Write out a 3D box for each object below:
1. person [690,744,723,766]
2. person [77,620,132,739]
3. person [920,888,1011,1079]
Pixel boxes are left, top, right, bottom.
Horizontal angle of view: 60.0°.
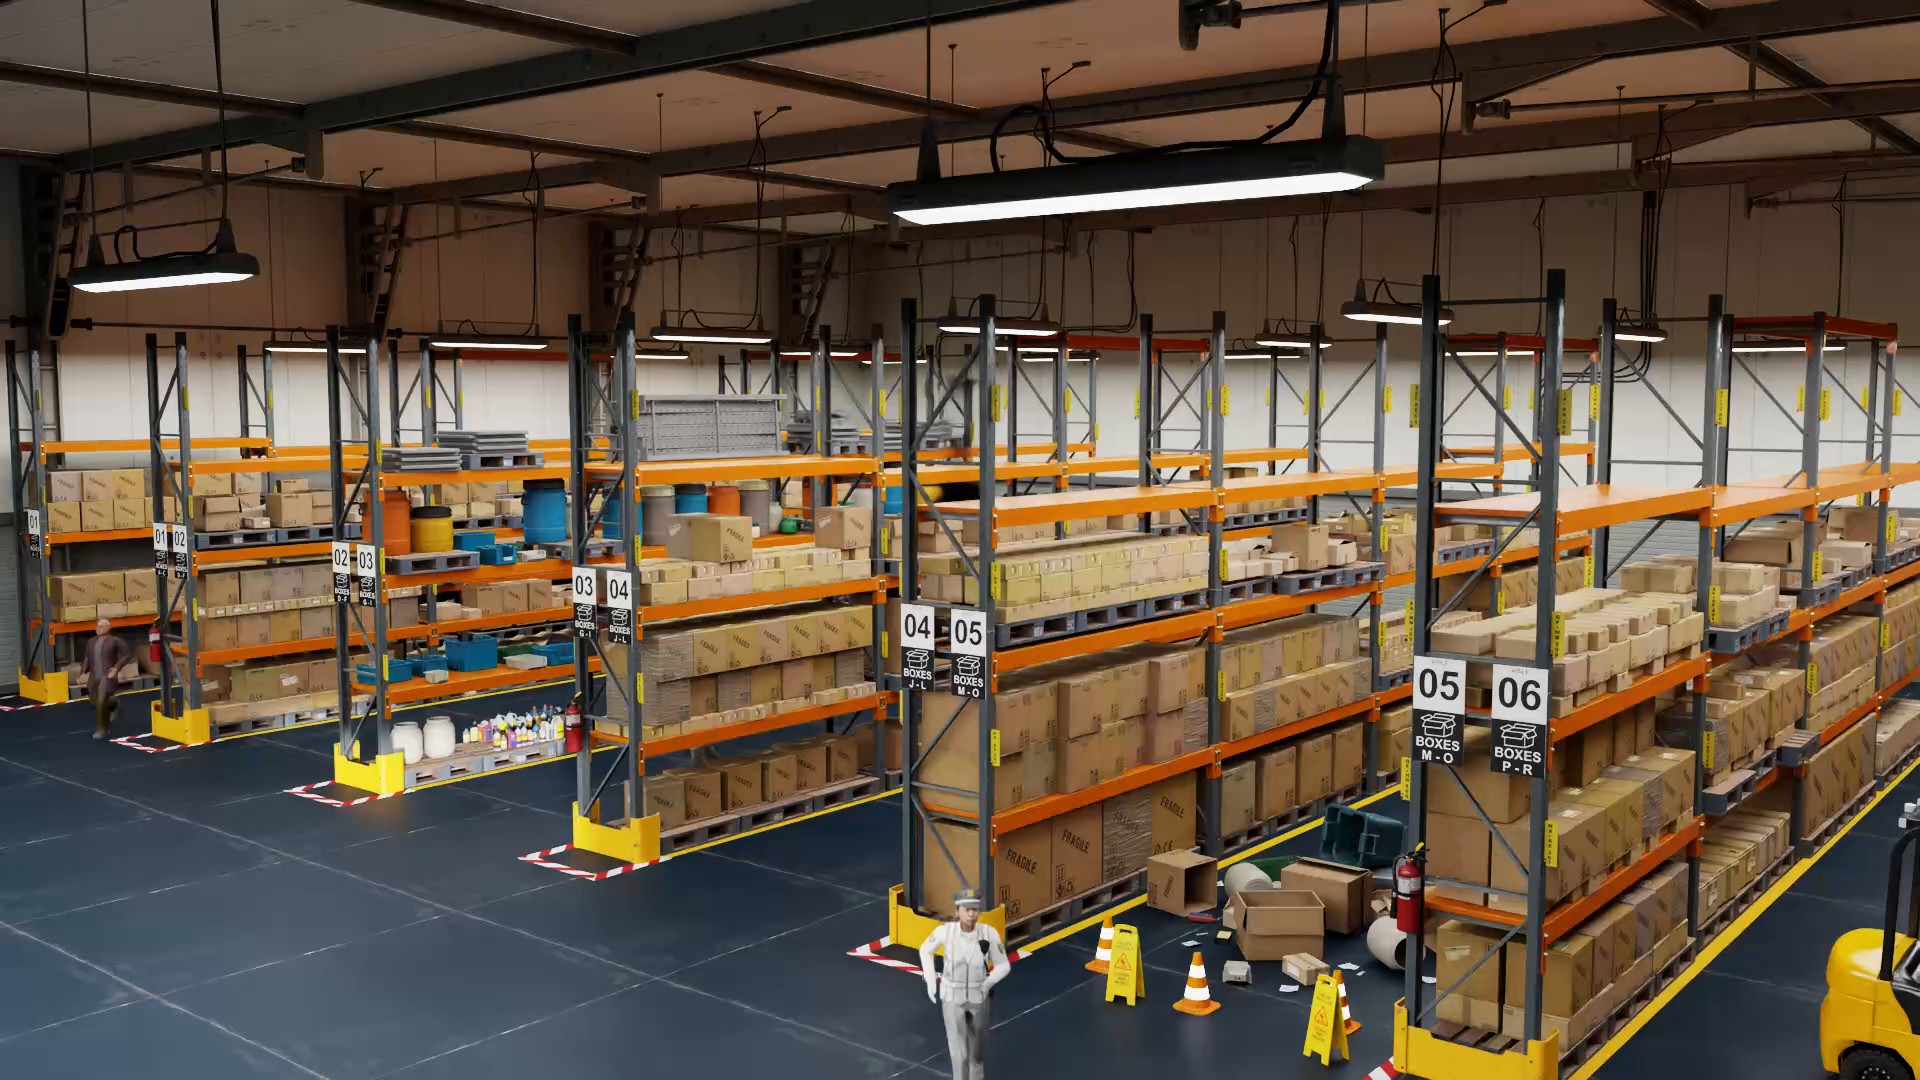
[{"bbox_3d":[-3.386,2.332,21.684,0.635,1.813,0.871,3,6,30],"label":"person"},{"bbox_3d":[-12.823,2.066,25.006,0.717,1.755,0.754,1,5,7],"label":"person"},{"bbox_3d":[0.039,3.265,11.766,0.630,1.712,0.893,-1,5,-6],"label":"person"}]
